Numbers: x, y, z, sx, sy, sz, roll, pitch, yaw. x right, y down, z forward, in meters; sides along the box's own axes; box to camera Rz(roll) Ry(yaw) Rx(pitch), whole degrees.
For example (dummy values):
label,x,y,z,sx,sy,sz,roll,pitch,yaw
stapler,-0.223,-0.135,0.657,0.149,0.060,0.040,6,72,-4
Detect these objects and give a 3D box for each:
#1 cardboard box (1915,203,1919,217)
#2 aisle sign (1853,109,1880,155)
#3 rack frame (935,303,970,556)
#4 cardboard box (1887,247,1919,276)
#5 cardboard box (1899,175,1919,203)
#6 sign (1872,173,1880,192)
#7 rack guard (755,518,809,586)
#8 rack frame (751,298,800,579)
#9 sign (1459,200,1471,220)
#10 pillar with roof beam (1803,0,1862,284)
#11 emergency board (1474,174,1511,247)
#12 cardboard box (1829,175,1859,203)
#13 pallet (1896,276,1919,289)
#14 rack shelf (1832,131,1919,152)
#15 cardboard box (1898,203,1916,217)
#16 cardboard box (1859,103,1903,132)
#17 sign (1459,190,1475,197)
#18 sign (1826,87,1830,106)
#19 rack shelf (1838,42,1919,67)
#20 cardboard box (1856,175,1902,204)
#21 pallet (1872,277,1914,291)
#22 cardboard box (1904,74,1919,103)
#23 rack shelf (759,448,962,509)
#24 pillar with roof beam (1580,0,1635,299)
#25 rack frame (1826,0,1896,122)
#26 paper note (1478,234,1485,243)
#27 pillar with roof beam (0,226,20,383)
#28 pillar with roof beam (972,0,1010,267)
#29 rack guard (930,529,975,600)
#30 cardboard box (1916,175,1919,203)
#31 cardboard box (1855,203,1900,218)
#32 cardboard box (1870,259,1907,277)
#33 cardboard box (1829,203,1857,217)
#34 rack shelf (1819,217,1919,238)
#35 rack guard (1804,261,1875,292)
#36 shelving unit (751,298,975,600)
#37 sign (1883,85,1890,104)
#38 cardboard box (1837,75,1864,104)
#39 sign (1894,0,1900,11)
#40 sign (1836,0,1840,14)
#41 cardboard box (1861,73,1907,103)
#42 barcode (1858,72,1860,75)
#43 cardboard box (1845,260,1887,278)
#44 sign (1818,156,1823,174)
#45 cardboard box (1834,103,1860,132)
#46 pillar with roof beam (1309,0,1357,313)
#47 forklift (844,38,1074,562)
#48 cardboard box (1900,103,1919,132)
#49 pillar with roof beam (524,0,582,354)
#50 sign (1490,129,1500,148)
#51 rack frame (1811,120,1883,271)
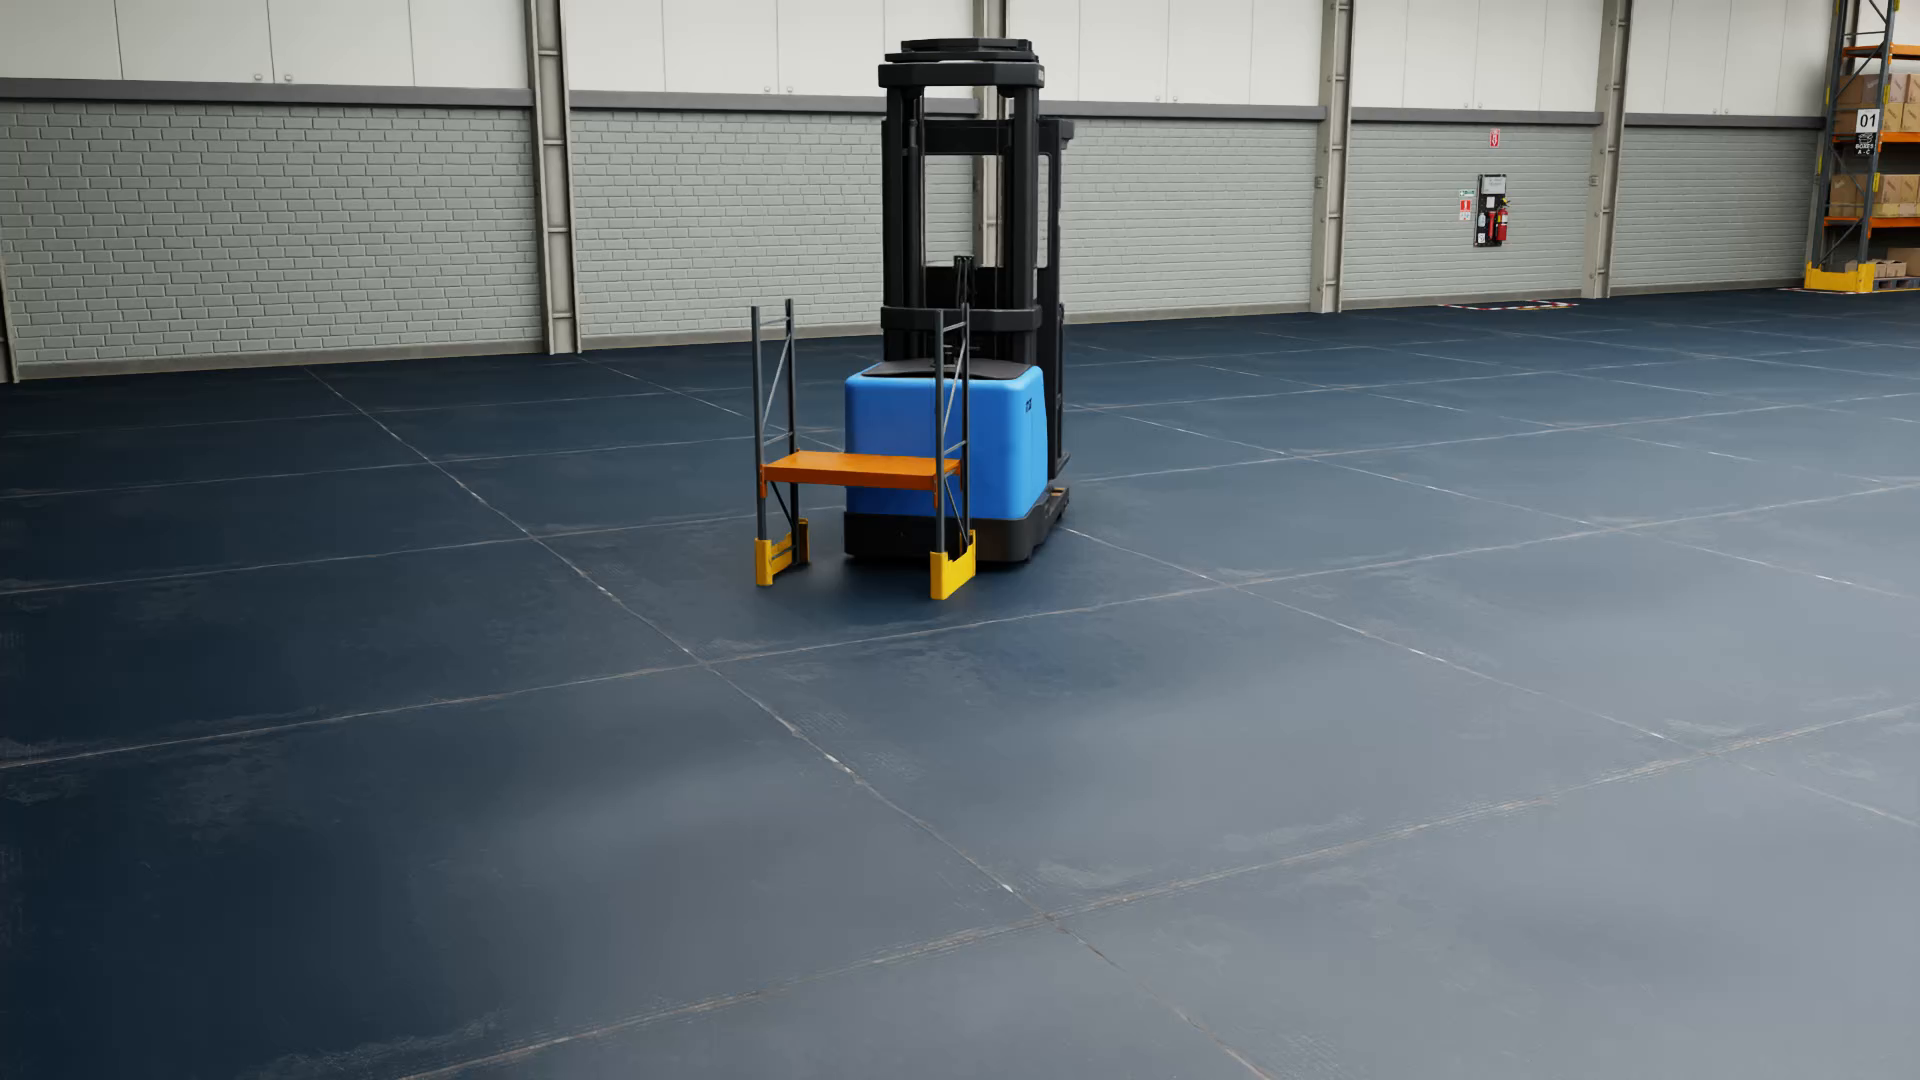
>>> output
label,x,y,z,sx,sy,sz,roll,pitch,yaw
cardboard box,17.495,-6.075,30.566,0.500,0.250,0.500,-7,15,-29
aisle sign,16.096,-7.241,29.532,0.004,0.787,0.394,-7,14,-28
rack frame,-0.037,-0.482,8.824,0.032,1.500,0.500,4,14,17
cardboard box,17.835,-5.216,31.147,0.500,0.500,0.700,-8,15,-31
cardboard box,17.018,-6.383,30.228,0.500,0.500,0.500,-7,14,-28
sign,16.276,-6.356,29.548,0.005,0.325,0.100,-7,14,-28
rack guard,-0.987,0.061,9.256,0.087,0.250,0.587,4,14,17
rack frame,-1.007,-0.549,9.120,0.032,1.500,0.500,4,14,17
sign,8.227,-5.374,27.074,0.234,0.329,0.001,-7,14,-28
pillar with roof beam,18.279,-8.376,26.830,0.400,9.000,9.100,-7,14,-28
emergency board,8.762,-5.395,27.248,0.643,1.169,0.194,-7,14,-28
cardboard box,16.328,-6.431,30.442,0.500,0.500,0.500,-7,14,-28
pallet,17.882,-4.892,31.365,1.213,0.211,1.003,-7,14,-28
rack shelf,17.771,-7.361,30.792,4.000,0.370,1.077,-7,14,-28
cardboard box,17.045,-6.022,30.333,0.500,0.250,0.500,-7,15,-30
cardboard box,16.429,-7.547,29.707,0.500,0.500,0.500,-6,14,-26
sign,8.236,-5.631,27.011,0.331,0.109,0.001,-7,14,-28
sign,15.768,-8.043,30.166,0.005,0.325,0.100,-7,14,-28
rack shelf,17.771,-8.823,30.463,4.000,0.370,1.077,-7,14,-28
cardboard box,16.579,-6.333,30.005,0.500,0.500,0.500,-7,14,-28
pallet,16.813,-4.764,30.799,1.213,0.211,1.003,-7,14,-28
cardboard box,16.935,-8.085,29.819,0.500,0.500,0.500,-7,14,-29
rack shelf,-0.521,-0.340,9.013,1.000,0.185,0.538,4,14,17
pillar with roof beam,13.012,-7.744,24.026,0.400,9.000,9.100,-7,14,-28
rack frame,16.016,-8.965,29.449,0.127,3.000,1.000,-7,14,-28
paper note,8.574,-4.960,27.321,0.142,0.148,0.016,-7,14,-28
pillar with roof beam,-8.053,-5.220,12.807,0.400,9.000,9.100,-7,14,-28
pillar with roof beam,2.479,-6.482,18.416,0.400,9.000,9.100,-7,14,-28
rack guard,-0.036,0.126,8.967,0.087,0.250,0.587,4,14,17
cardboard box,17.474,-6.436,30.464,0.500,0.500,0.500,-7,15,-30
cardboard box,16.596,-5.965,30.078,0.500,0.250,0.500,-7,15,-29
cardboard box,17.167,-5.056,30.867,0.500,0.311,0.500,-6,14,-23
cardboard box,16.333,-6.061,30.506,0.500,0.250,0.500,-7,14,-27
rack shelf,17.771,-5.898,31.122,4.000,0.370,1.077,-7,14,-28
rack guard,16.083,-4.827,30.418,0.348,0.500,1.175,-7,14,-28
shelving unit,-0.513,-0.515,8.970,1.083,1.500,0.587,4,14,17
sign,16.276,-7.823,29.218,0.005,0.325,0.100,-7,14,-28
cardboard box,16.269,-8.144,30.081,0.500,0.500,0.500,-6,14,-25
sign,16.276,-9.355,28.873,0.005,0.325,0.100,-7,14,-28
sign,15.768,-9.607,29.814,0.005,0.325,0.100,-7,14,-28
cardboard box,16.470,-8.042,29.628,0.500,0.500,0.500,-8,15,-32
barcode,16.400,-8.502,30.352,0.075,0.075,0.001,-7,14,-28
cardboard box,16.666,-4.996,30.601,0.500,0.311,0.500,-9,15,-34
sign,15.768,-6.866,30.430,0.005,0.325,0.100,-7,14,-28
cardboard box,16.261,-7.653,30.177,0.500,0.500,0.500,-6,14,-24
pillar with roof beam,7.746,-7.113,21.221,0.400,9.000,9.100,-7,14,-28
forklift,0.113,-1.582,10.463,1.130,2.935,3.031,2,13,10
cardboard box,16.918,-7.597,29.928,0.500,0.500,0.500,-6,14,-24
pillar with roof beam,-2.787,-5.851,15.612,0.400,9.000,9.100,-7,14,-28
sign,8.707,-6.544,27.075,0.199,0.298,0.001,-7,14,-28
rack frame,16.016,-6.038,30.108,0.127,3.000,1.000,-7,14,-28
